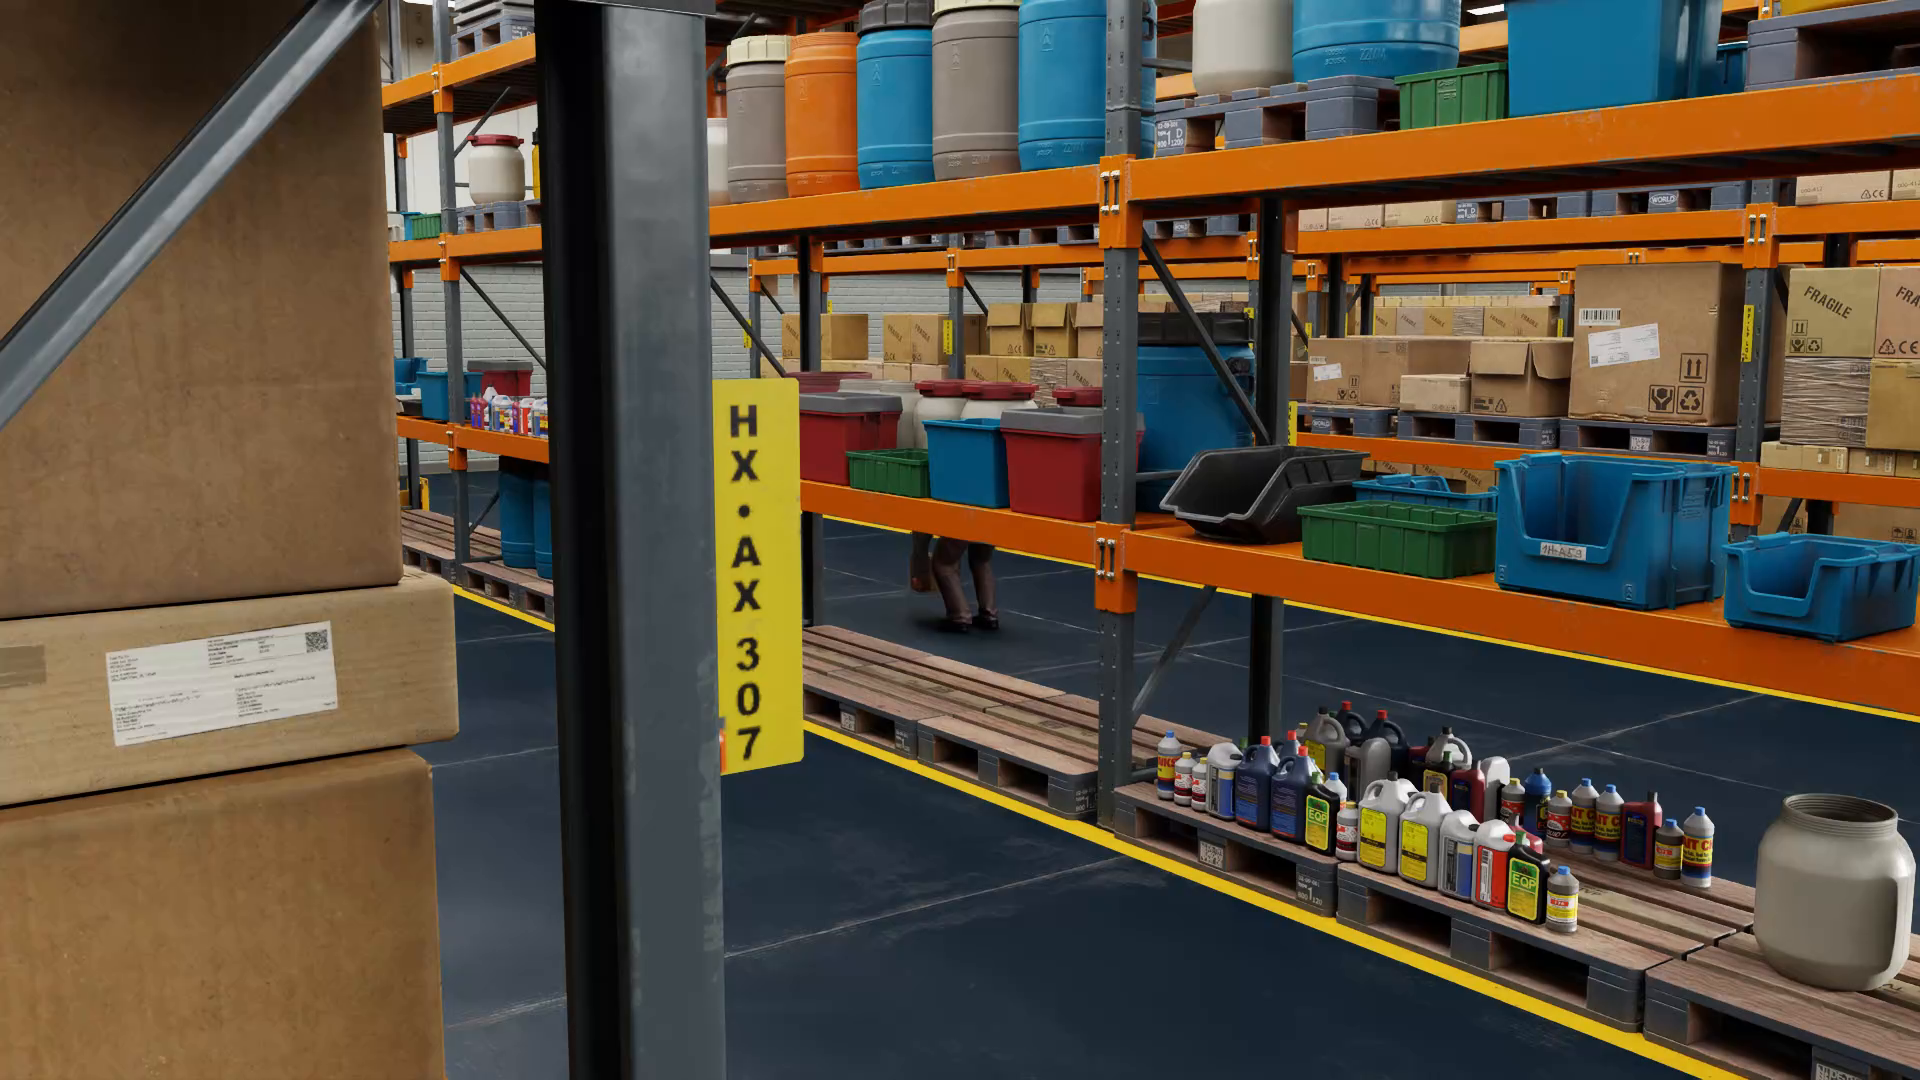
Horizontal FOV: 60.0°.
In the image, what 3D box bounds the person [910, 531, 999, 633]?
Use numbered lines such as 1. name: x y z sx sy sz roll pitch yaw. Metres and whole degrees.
1. person: -0.063 0.063 11.787 0.480 1.088 0.961 -6 10 -38
